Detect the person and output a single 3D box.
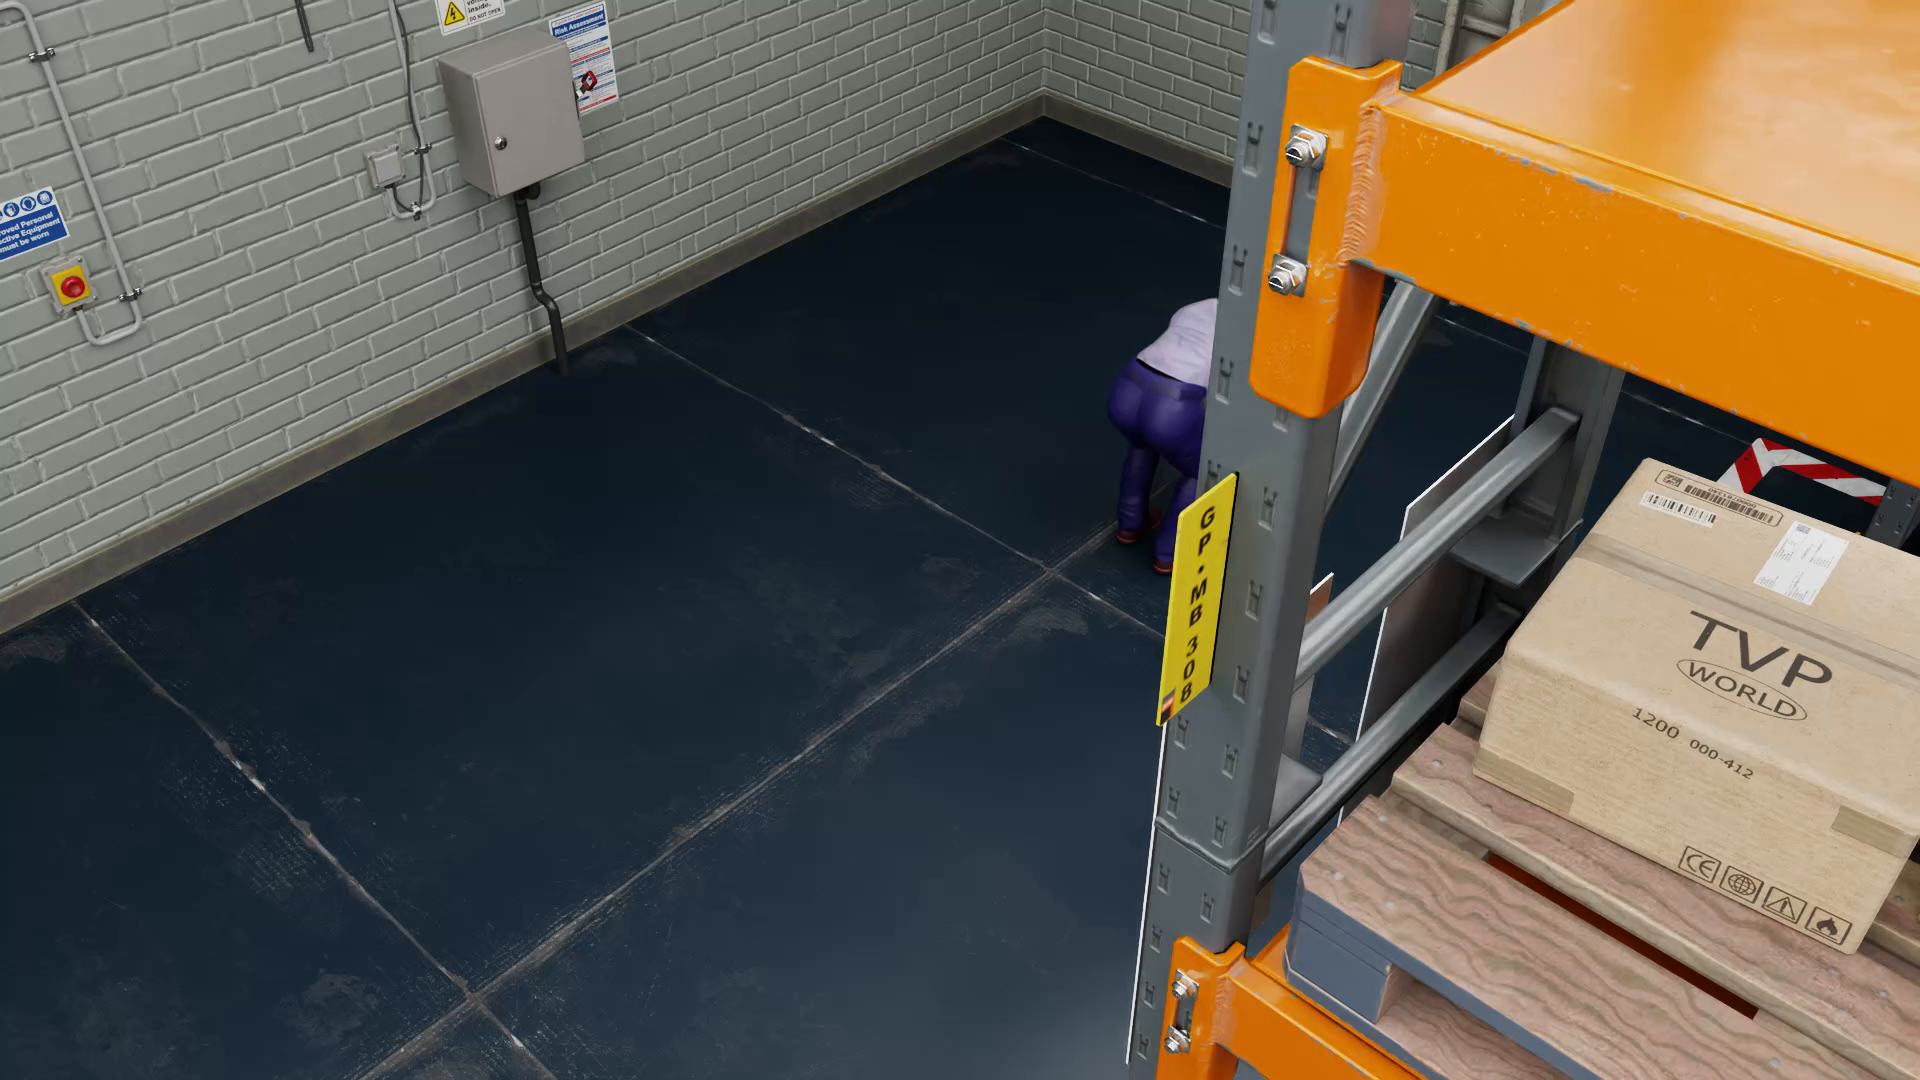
[{"bbox_3d":[0.996,-0.505,7.171,0.455,1.153,0.888,29,48,30],"label":"person"}]
